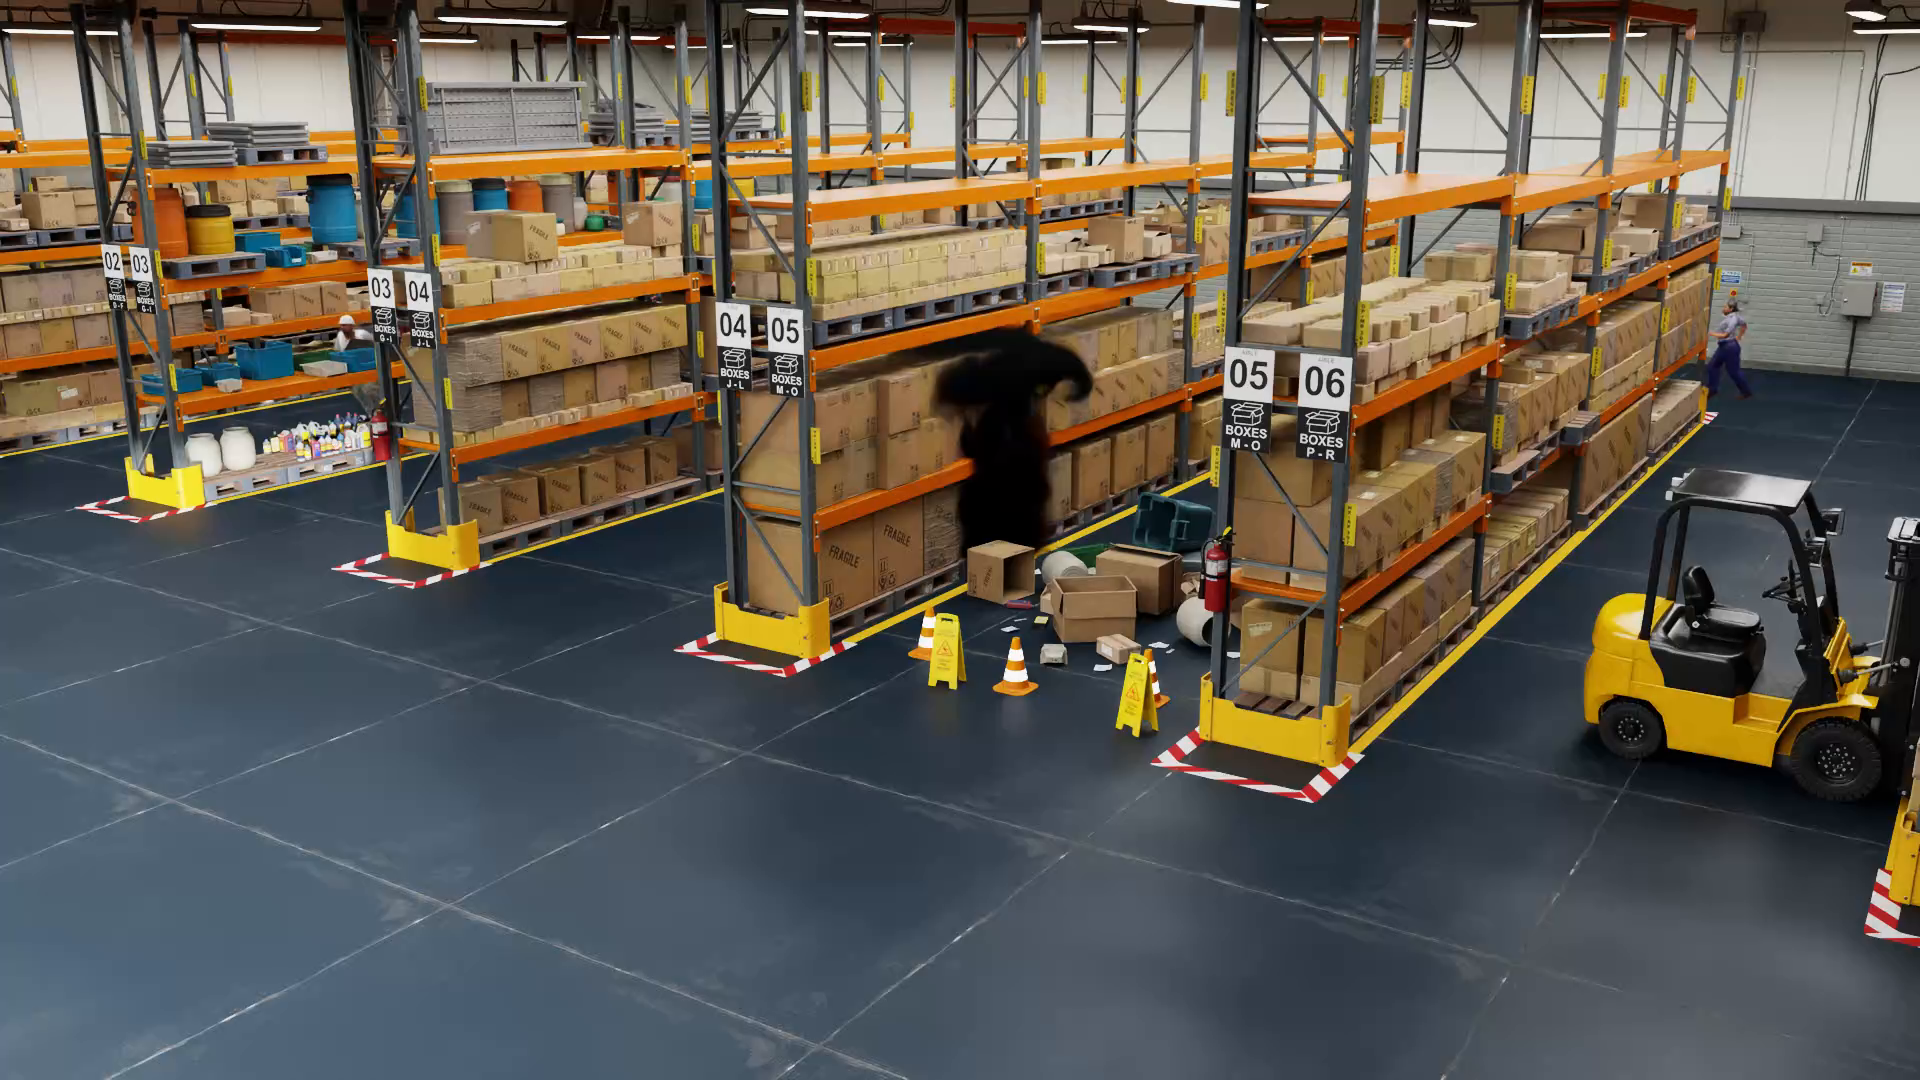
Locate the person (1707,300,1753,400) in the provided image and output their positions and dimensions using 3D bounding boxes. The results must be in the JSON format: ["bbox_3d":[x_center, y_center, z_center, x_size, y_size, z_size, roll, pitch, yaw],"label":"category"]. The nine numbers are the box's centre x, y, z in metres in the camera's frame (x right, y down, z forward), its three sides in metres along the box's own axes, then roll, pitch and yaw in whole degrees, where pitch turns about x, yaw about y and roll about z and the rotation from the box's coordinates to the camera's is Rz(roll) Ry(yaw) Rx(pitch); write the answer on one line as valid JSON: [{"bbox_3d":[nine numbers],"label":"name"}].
[{"bbox_3d":[12.572,-2.968,27.190,0.840,1.520,0.589,6,17,21],"label":"person"}]

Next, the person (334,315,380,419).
[{"bbox_3d":[-9.258,-2.645,25.626,0.711,1.672,0.774,3,16,10],"label":"person"}]
